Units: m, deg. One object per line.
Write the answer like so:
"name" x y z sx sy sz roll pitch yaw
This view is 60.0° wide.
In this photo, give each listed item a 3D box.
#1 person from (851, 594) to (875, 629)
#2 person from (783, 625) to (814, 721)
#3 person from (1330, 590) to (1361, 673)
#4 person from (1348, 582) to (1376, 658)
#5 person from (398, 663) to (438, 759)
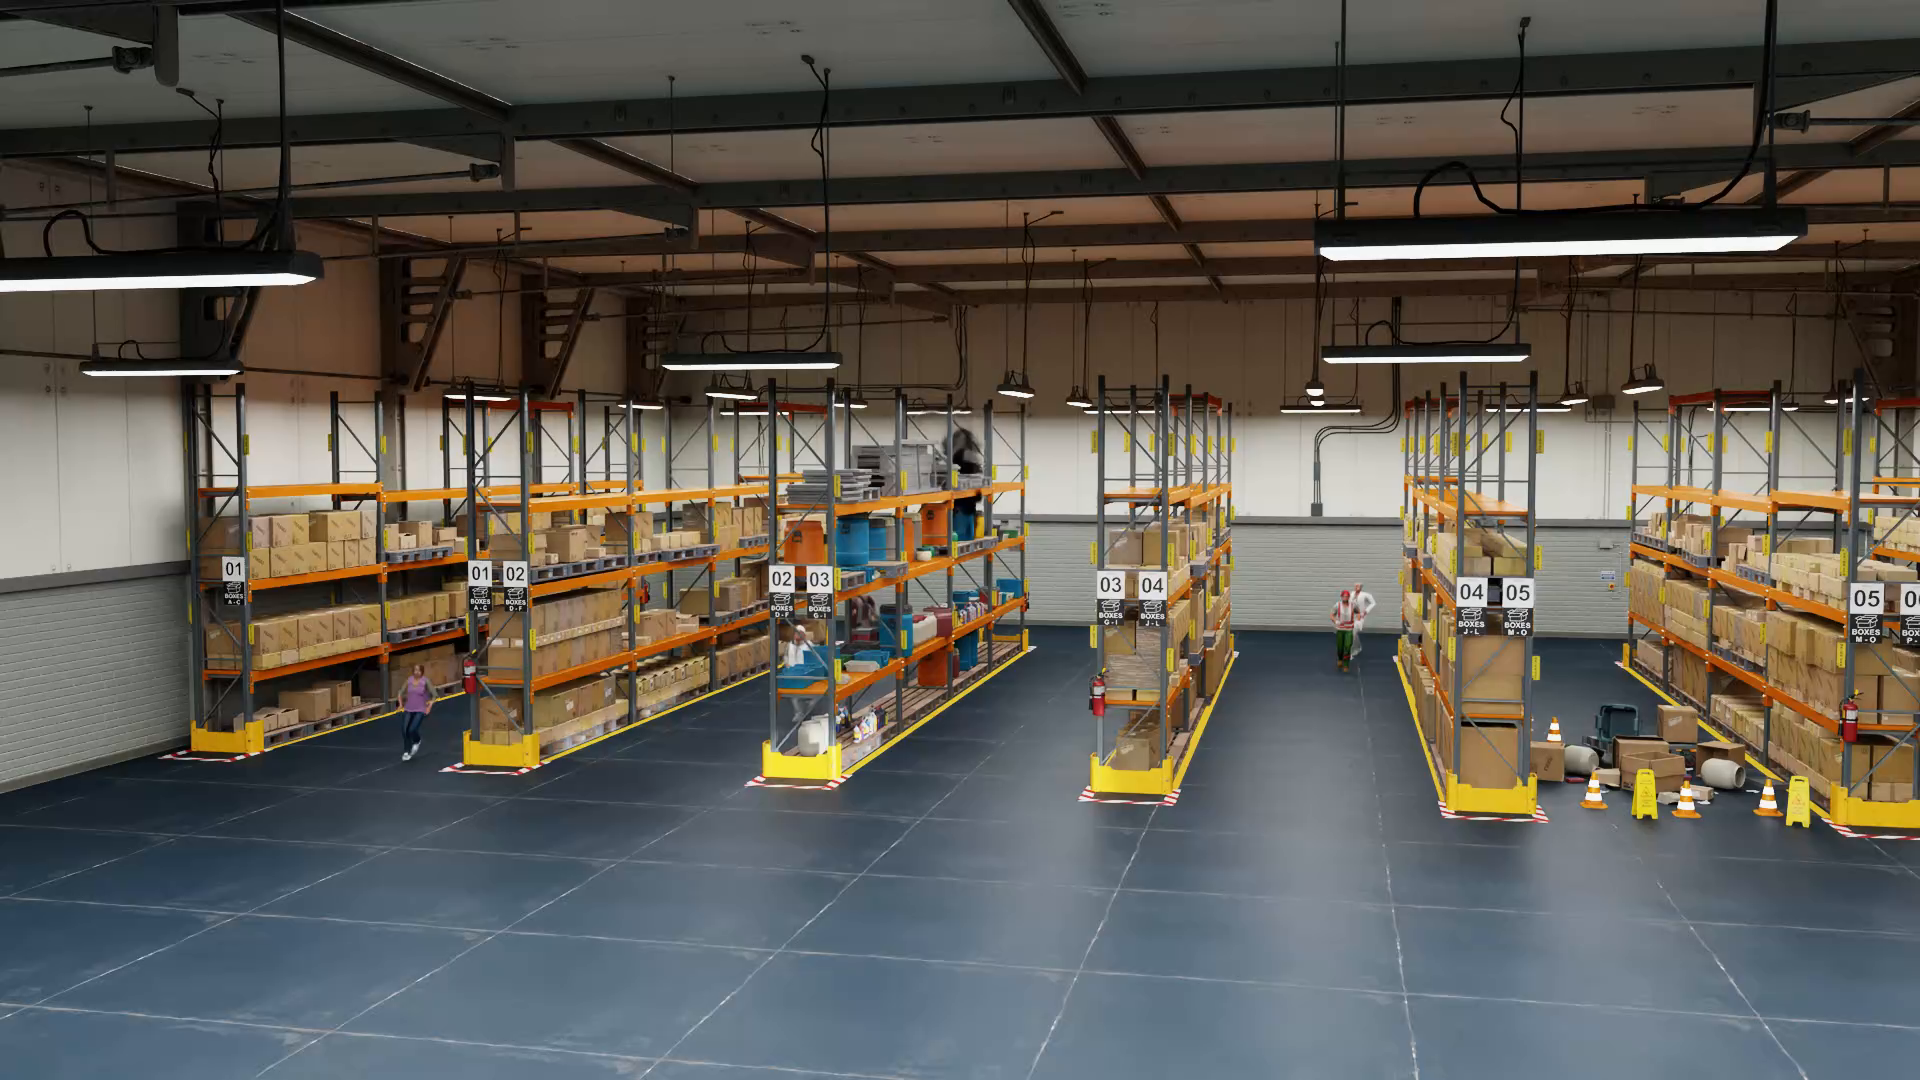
"person" -2.316 1.929 38.352 0.668 1.834 0.906 0 3 2
"person" -2.909 2.417 30.253 0.691 1.736 0.609 1 3 15
"person" 8.525 2.003 36.795 0.685 1.800 0.872 1 3 13
"person" 9.327 1.897 38.988 0.833 1.848 0.706 -3 4 -43
"person" -8.649 2.730 26.393 0.603 1.549 0.473 0 3 5
